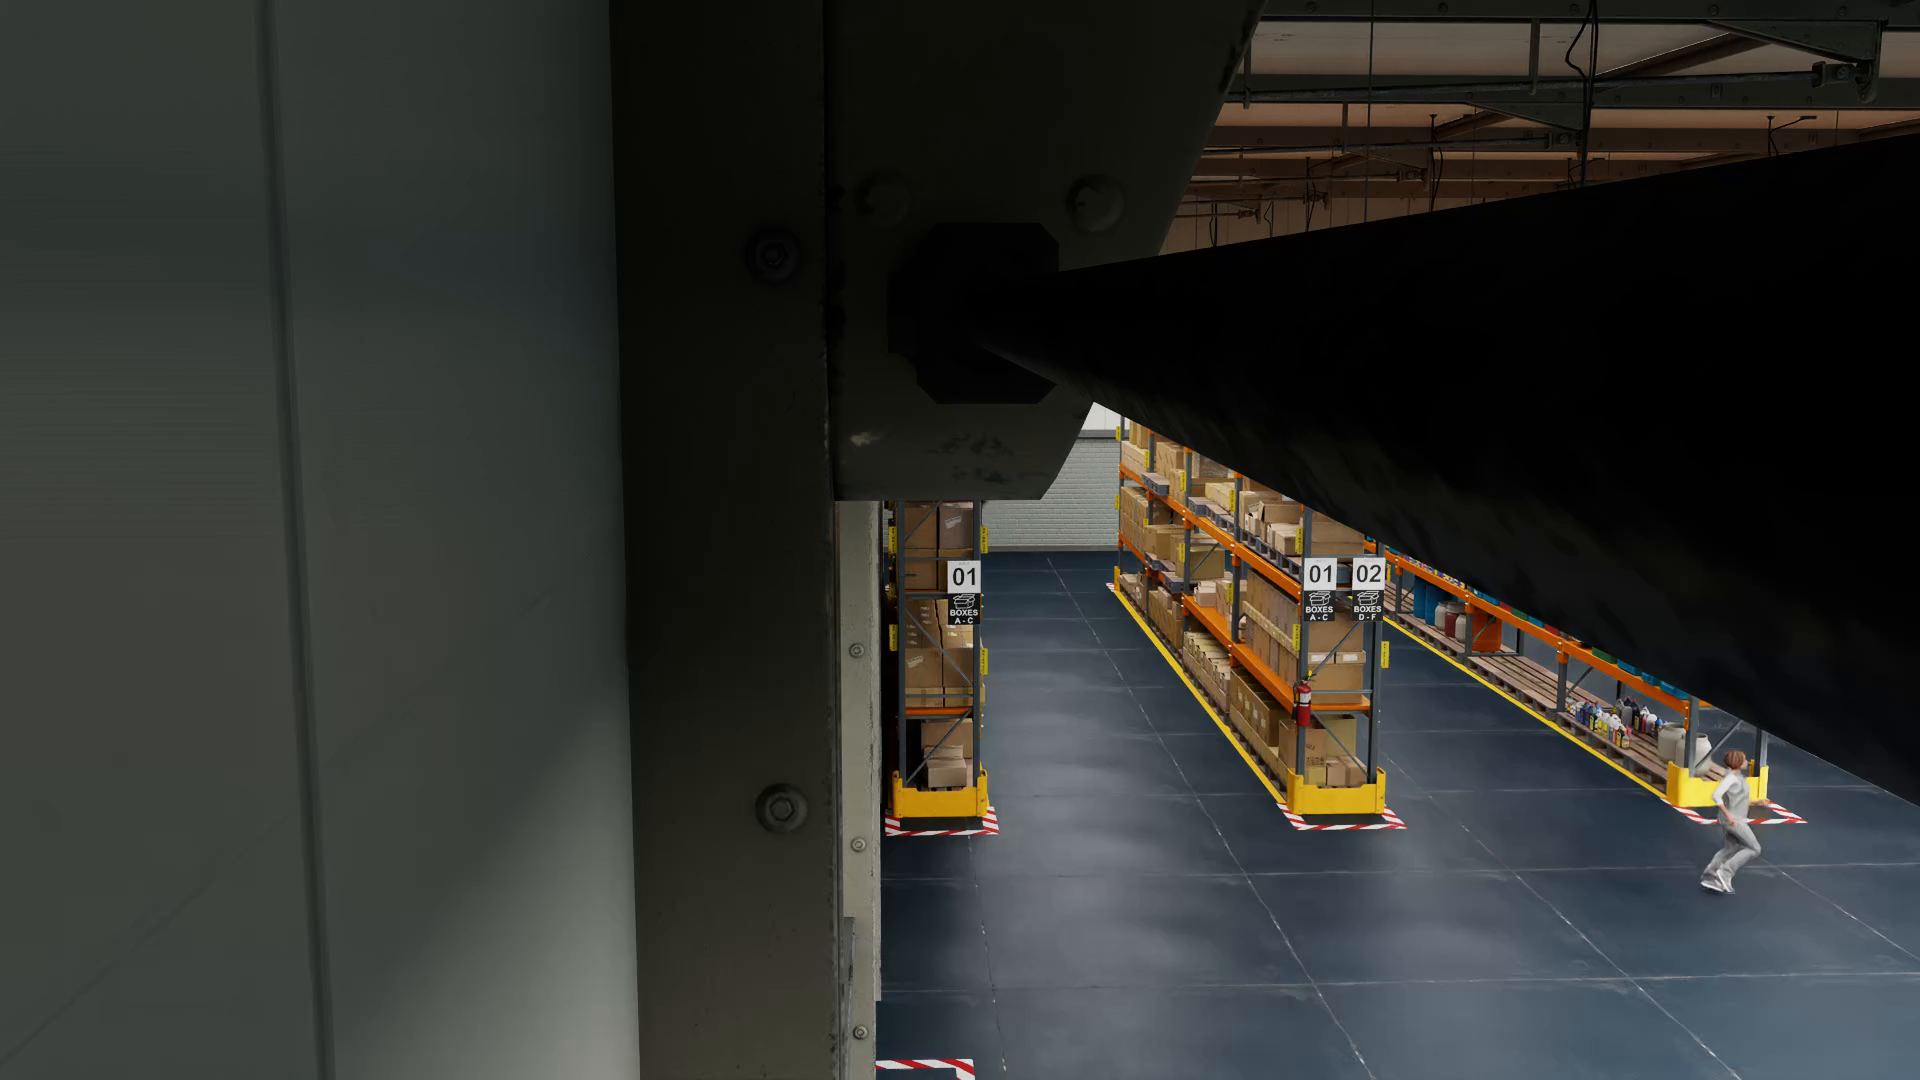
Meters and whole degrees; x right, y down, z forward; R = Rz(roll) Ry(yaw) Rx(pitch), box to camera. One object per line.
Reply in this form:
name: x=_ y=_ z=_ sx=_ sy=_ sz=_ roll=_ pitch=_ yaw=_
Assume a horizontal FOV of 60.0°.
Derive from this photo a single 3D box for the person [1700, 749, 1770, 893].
person: x=8.279 y=3.005 z=17.735 sx=0.621 sy=1.566 sz=0.513 roll=3 pitch=9 yaw=21
